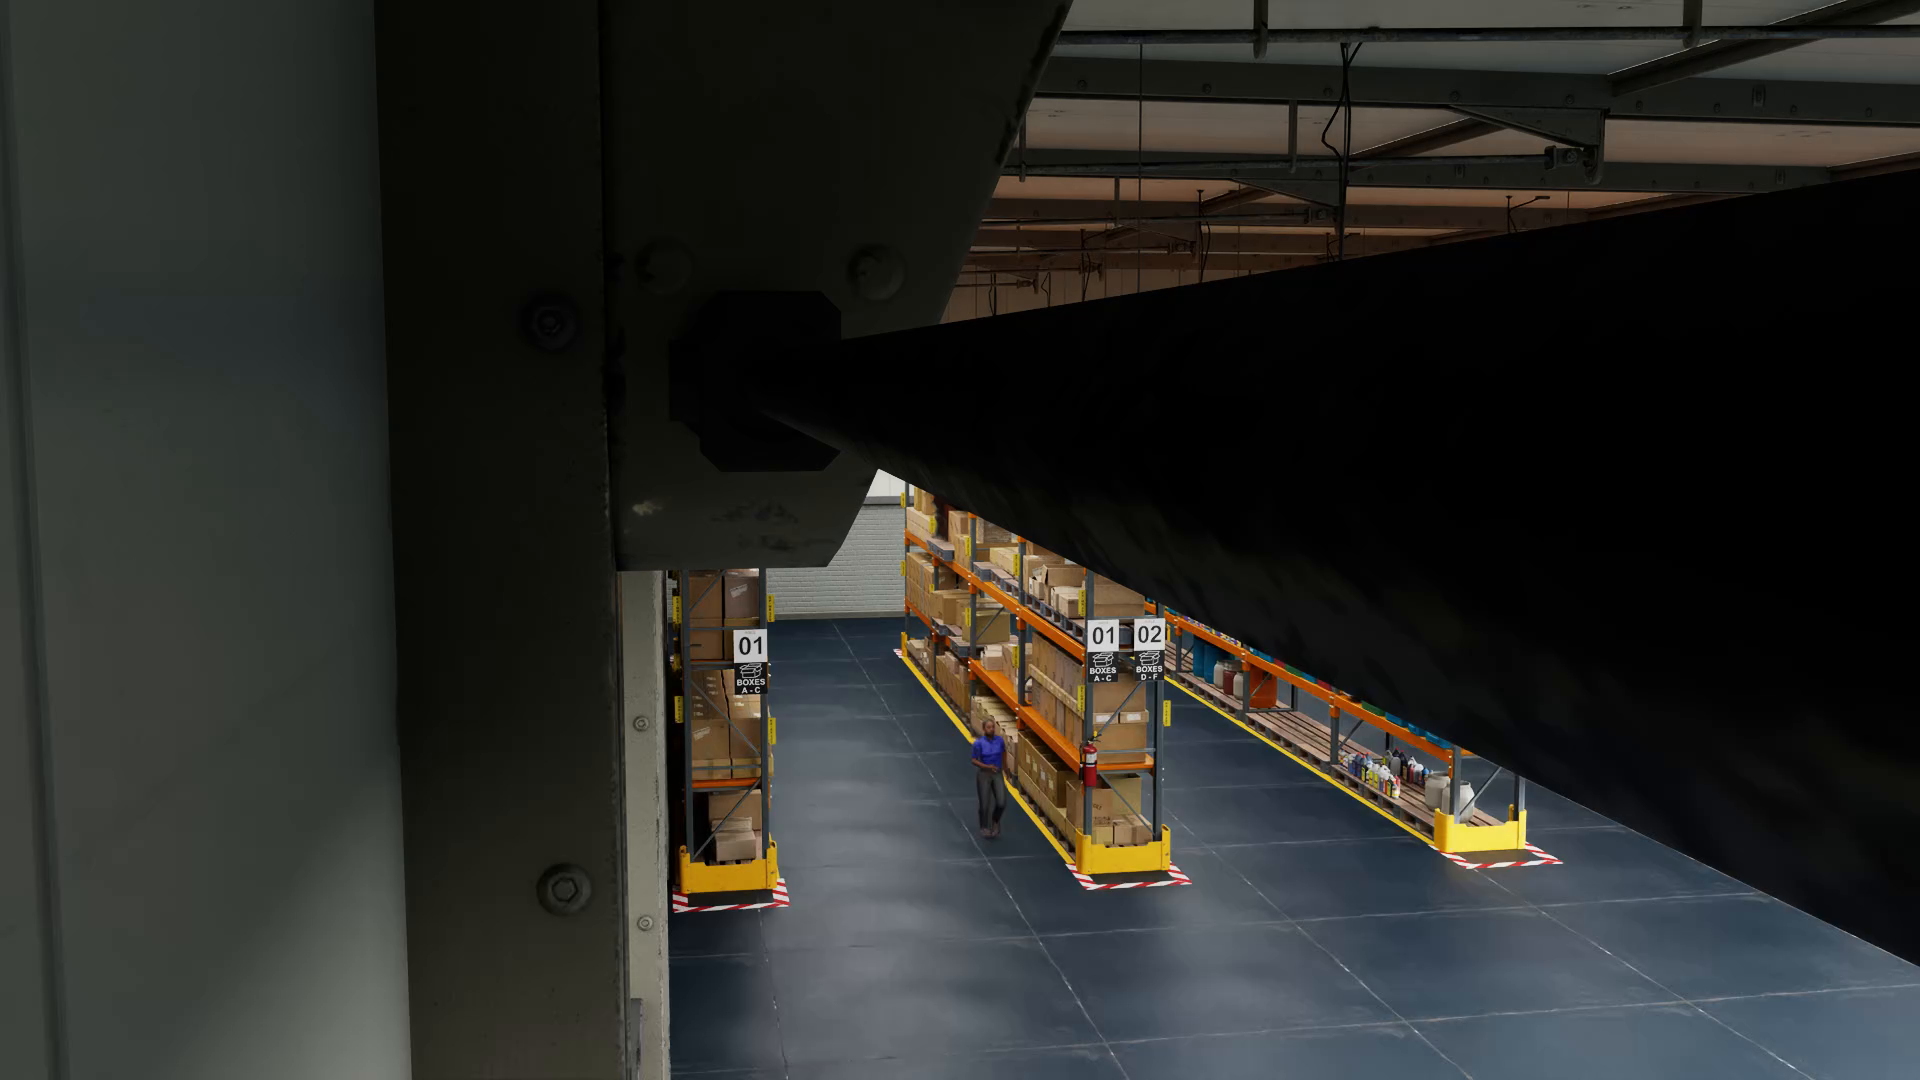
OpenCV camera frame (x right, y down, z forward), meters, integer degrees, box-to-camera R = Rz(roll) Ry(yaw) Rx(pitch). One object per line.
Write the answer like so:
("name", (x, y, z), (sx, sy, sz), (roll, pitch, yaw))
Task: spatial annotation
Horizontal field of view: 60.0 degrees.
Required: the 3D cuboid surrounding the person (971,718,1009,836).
("person", (0.427, 3.202, 22.295), (0.552, 1.620, 0.628), (-2, 6, -15))
